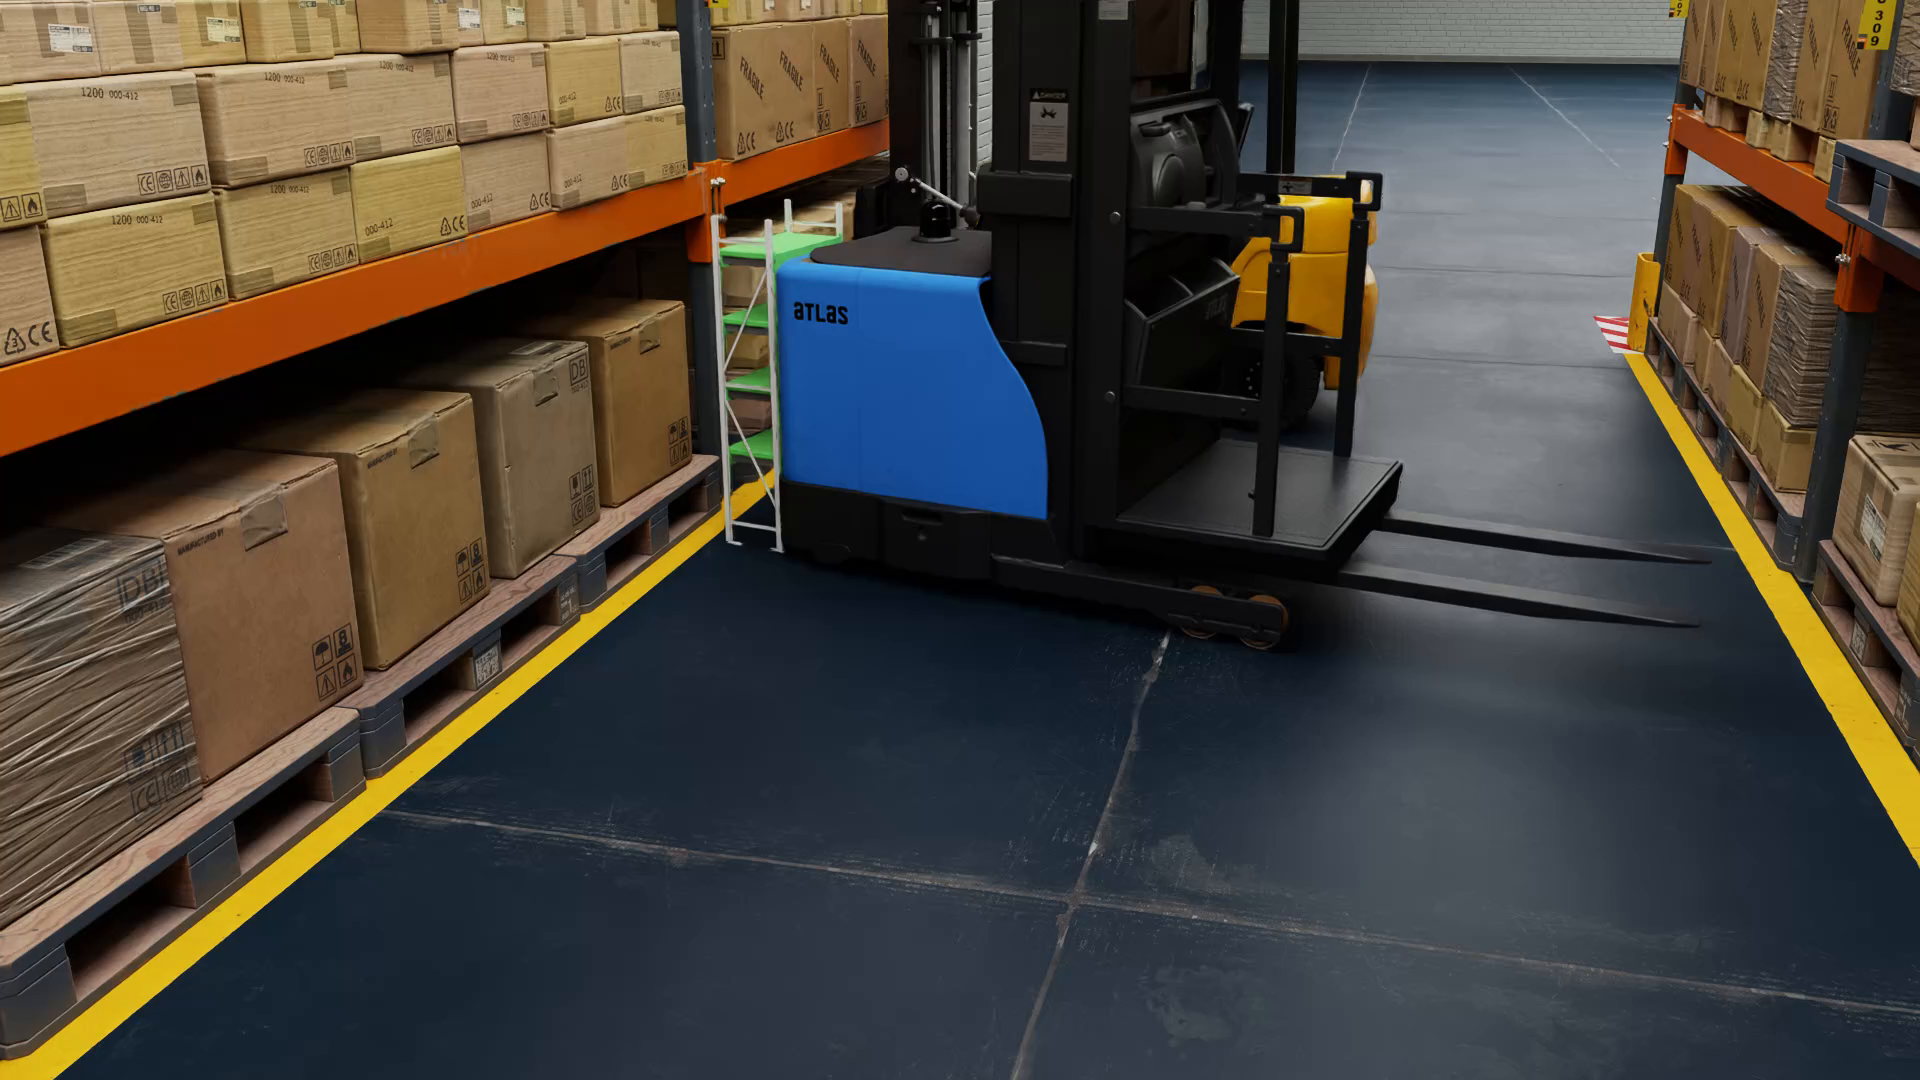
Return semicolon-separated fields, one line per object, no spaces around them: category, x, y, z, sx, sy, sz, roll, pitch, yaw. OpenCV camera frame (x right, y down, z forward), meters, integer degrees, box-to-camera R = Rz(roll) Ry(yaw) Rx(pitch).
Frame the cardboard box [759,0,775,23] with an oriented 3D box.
cardboard box;-0.991;-2.232;6.923;0.380;0.149;0.250;5;19;13

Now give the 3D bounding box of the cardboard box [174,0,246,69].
cardboard box;-1.850;-1.141;3.729;0.380;0.149;0.250;5;19;14

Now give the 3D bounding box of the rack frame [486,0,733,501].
rack frame;-1.422;-1.633;6.329;1.000;3.000;0.127;5;19;13

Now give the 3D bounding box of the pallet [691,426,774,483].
pallet;-1.187;-0.560;7.499;1.003;0.211;1.213;5;19;13

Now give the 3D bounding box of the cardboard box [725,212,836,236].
cardboard box;-0.865;-1.290;7.382;0.500;0.250;0.500;5;19;13

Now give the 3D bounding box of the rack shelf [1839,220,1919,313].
rack shelf;2.904;-0.275;3.465;1.077;0.370;4.000;5;19;13

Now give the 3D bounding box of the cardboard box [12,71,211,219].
cardboard box;-1.930;-0.822;3.411;0.500;0.250;0.500;5;20;15

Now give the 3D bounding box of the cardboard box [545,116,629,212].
cardboard box;-1.409;-1.226;5.367;0.500;0.250;0.500;5;19;13

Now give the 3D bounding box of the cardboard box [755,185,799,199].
cardboard box;-1.129;-1.649;8.433;0.500;0.250;0.500;4;19;12

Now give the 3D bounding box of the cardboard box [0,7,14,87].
cardboard box;-1.972;-0.894;3.007;0.380;0.149;0.250;5;20;15

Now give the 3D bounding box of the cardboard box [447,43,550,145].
cardboard box;-1.543;-1.303;4.821;0.500;0.250;0.500;5;19;14

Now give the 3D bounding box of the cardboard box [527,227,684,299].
cardboard box;-1.489;-1.173;7.040;0.500;0.250;0.500;5;20;14

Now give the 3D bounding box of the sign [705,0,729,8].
sign;-0.893;-2.104;6.038;0.100;0.325;0.005;5;19;13

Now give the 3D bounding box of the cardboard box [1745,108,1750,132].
cardboard box;3.751;-1.883;7.448;0.380;0.149;0.250;5;20;15

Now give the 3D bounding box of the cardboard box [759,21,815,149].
cardboard box;-0.949;-1.964;7.141;0.500;0.500;0.500;5;19;14

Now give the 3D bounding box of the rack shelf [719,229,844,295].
rack shelf;-0.648;-1.006;5.989;0.258;0.148;0.480;9;21;24

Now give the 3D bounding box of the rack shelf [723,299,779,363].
rack shelf;-0.648;-0.779;6.067;0.258;0.148;0.480;9;21;24

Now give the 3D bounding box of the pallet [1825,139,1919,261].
pallet;3.064;-0.924;4.548;1.003;0.211;1.213;5;19;13

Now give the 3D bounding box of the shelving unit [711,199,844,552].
shelving unit;-0.648;-0.612;6.124;0.258;1.200;0.503;9;21;24

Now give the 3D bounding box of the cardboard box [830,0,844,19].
cardboard box;-0.748;-2.466;7.607;0.380;0.149;0.250;4;19;12

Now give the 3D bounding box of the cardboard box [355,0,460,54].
cardboard box;-1.563;-1.371;4.402;0.380;0.149;0.250;4;19;12

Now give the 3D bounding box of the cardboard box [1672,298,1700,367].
cardboard box;3.772;-1.003;8.089;0.500;0.250;0.500;5;20;15

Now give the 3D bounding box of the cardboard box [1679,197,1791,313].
cardboard box;3.776;-1.346;7.931;0.500;0.500;0.500;4;19;11

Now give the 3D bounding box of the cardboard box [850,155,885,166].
cardboard box;-0.746;-2.122;9.817;0.500;0.250;0.500;4;19;13

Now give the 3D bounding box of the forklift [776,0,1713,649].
forklift;0.912;-1.242;5.288;3.031;2.935;1.130;9;21;25

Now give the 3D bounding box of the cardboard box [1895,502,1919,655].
cardboard box;3.094;0.193;4.399;0.950;0.372;0.625;6;20;17

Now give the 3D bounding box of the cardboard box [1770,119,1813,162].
cardboard box;3.420;-1.567;6.524;0.380;0.149;0.250;4;19;13

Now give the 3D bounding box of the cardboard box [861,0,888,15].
cardboard box;-0.547;-2.706;8.312;0.380;0.149;0.250;5;19;14

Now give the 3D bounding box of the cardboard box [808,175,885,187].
cardboard box;-0.487;-1.769;8.784;0.500;0.250;0.500;5;19;14

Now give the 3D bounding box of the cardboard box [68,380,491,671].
cardboard box;-1.917;-0.065;4.763;0.875;0.625;0.625;4;19;11

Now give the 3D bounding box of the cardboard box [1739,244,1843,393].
cardboard box;3.399;-0.861;6.512;0.500;0.500;0.500;5;19;14

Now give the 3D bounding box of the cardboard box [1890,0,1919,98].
cardboard box;3.000;-1.505;4.688;0.500;0.500;0.500;5;20;15

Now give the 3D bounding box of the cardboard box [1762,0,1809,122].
cardboard box;3.501;-1.914;6.537;0.500;0.500;0.500;5;20;15

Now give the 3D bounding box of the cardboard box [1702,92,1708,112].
cardboard box;4.086;-2.287;8.632;0.380;0.149;0.250;5;19;14

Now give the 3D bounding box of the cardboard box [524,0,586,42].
cardboard box;-1.382;-1.615;5.117;0.380;0.149;0.250;4;19;12

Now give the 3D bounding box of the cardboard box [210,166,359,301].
cardboard box;-1.807;-0.748;3.968;0.500;0.250;0.500;4;19;12

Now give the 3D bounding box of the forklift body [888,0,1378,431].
forklift body;0.861;-1.747;7.975;2.313;2.155;1.214;5;19;13

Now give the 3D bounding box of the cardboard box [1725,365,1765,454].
cardboard box;3.396;-0.514;6.657;0.500;0.250;0.500;4;19;12

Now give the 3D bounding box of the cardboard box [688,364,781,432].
cardboard box;-0.983;-0.656;7.073;0.500;0.250;0.500;5;19;14

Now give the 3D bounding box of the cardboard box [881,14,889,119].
cardboard box;-0.571;-2.437;8.527;0.500;0.500;0.500;4;19;12

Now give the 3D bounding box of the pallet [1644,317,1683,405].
pallet;4.118;-0.901;8.499;1.003;0.211;1.213;5;19;13

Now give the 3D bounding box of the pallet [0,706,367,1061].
pallet;-2.160;0.685;3.855;1.003;0.211;1.213;5;19;13

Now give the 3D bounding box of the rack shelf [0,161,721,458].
rack shelf;-1.911;-0.666;4.610;1.077;0.370;4.000;5;19;13

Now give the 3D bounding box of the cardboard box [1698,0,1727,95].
cardboard box;3.861;-2.395;7.944;0.500;0.500;0.500;5;20;15
